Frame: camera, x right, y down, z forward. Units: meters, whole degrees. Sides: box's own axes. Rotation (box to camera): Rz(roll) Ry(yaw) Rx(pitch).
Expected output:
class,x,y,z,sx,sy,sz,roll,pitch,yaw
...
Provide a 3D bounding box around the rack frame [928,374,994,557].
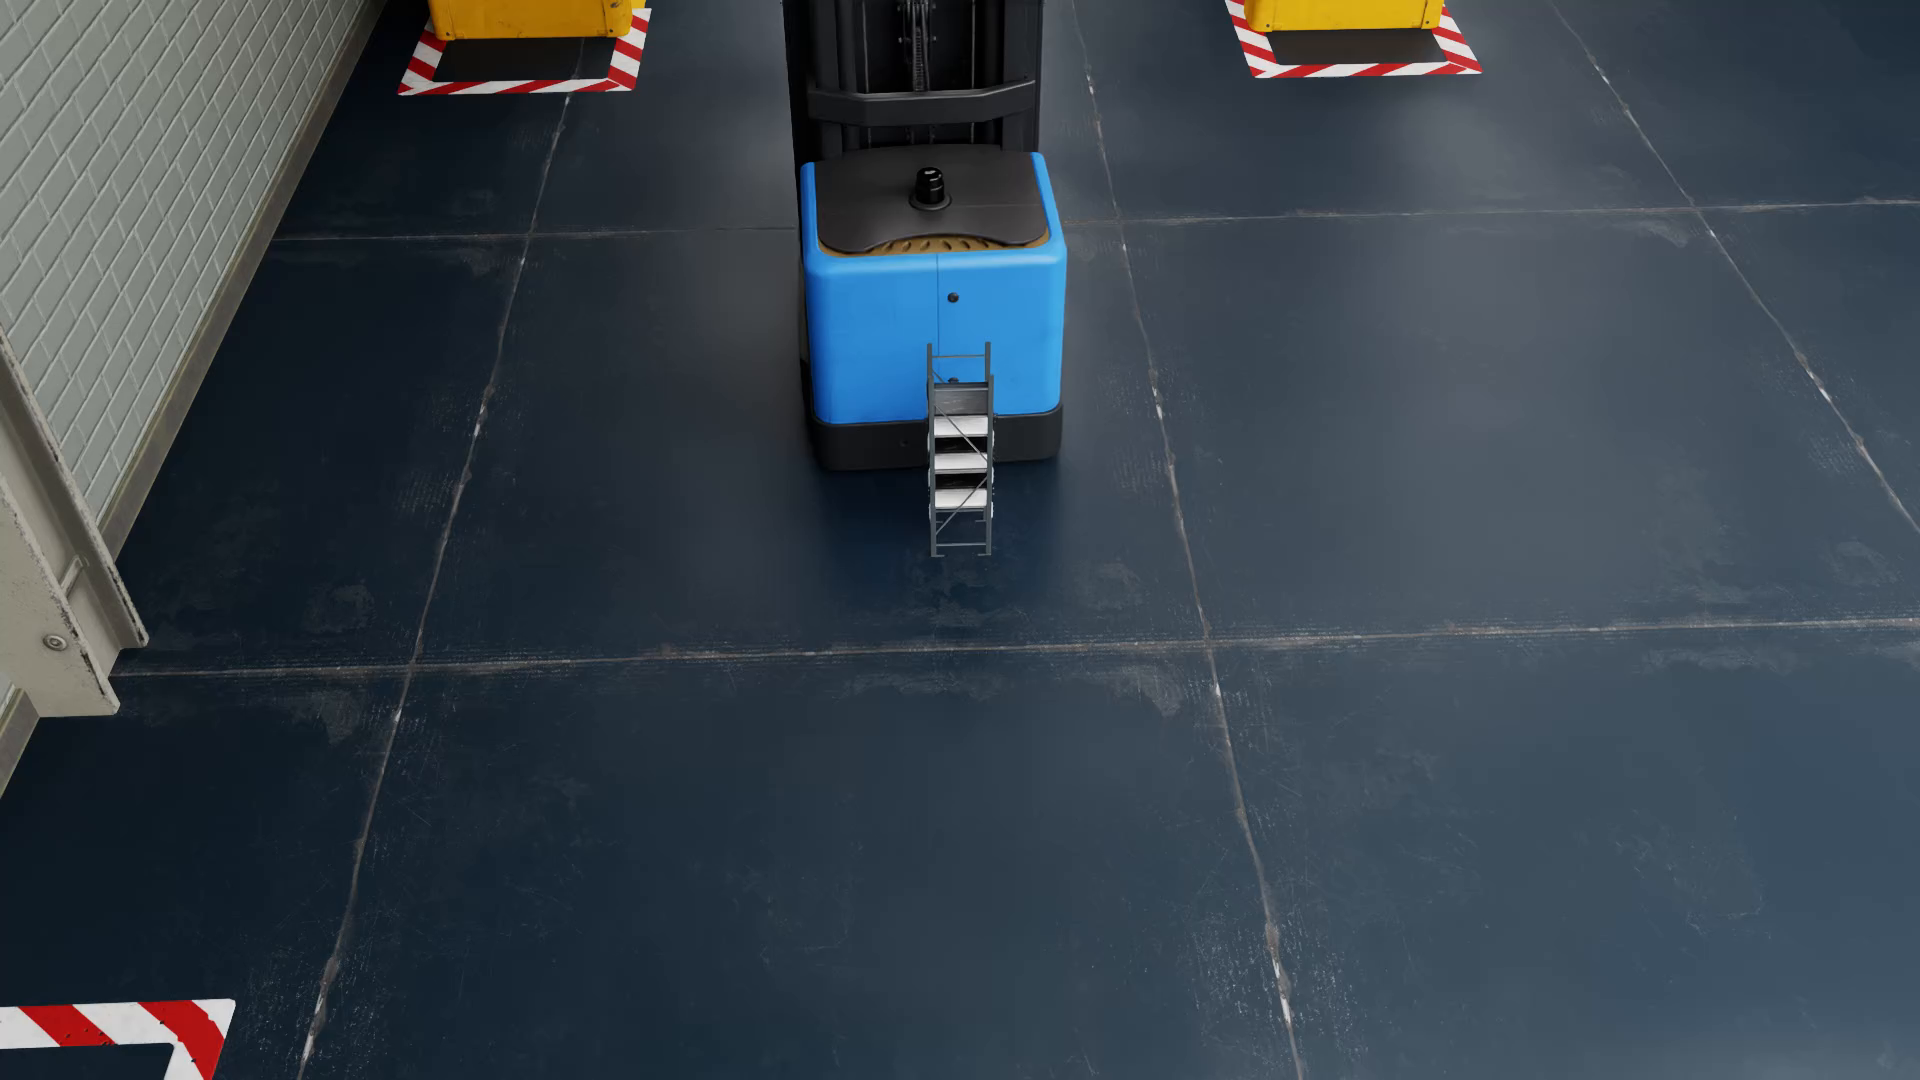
class,x,y,z,sx,sy,sz,roll,pitch,yaw
rack frame,0.004,-0.269,6.377,0.240,0.900,0.006,-2,43,-2

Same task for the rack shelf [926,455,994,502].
class,x,y,z,sx,sy,sz,roll,pitch,yaw
rack shelf,0.000,-0.246,6.535,0.258,0.077,0.200,-2,43,-2

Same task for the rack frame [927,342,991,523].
class,x,y,z,sx,sy,sz,roll,pitch,yaw
rack frame,-0.005,-0.406,6.527,0.240,0.900,0.006,-2,43,-2

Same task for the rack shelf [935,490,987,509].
class,x,y,z,sx,sy,sz,roll,pitch,yaw
rack shelf,0.000,-0.195,6.582,0.221,0.026,0.190,-2,43,-2

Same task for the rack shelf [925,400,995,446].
class,x,y,z,sx,sy,sz,roll,pitch,yaw
rack shelf,0.000,-0.445,6.353,0.258,0.077,0.200,-2,43,-2

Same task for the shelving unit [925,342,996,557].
class,x,y,z,sx,sy,sz,roll,pitch,yaw
shelving unit,0.000,-0.337,6.452,0.258,0.900,0.210,-2,43,-2

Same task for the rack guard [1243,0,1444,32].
class,x,y,z,sx,sy,sz,roll,pitch,yaw
rack guard,2.351,-3.410,10.100,1.175,0.500,0.348,-2,43,-2

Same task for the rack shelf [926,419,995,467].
class,x,y,z,sx,sy,sz,roll,pitch,yaw
rack shelf,0.000,-0.379,6.414,0.258,0.077,0.200,-2,43,-2

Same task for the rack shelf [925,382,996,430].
class,x,y,z,sx,sy,sz,roll,pitch,yaw
rack shelf,0.000,-0.512,6.292,0.258,0.077,0.200,-2,43,-2

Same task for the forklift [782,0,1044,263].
class,x,y,z,sx,sy,sz,roll,pitch,yaw
forklift,-0.208,-2.360,7.156,1.110,2.935,3.031,-3,43,-4

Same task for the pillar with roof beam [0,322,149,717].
class,x,y,z,sx,sy,sz,roll,pitch,yaw
pillar with roof beam,1.063,-2.935,3.292,9.100,9.000,0.400,-2,43,-2

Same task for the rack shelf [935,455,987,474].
class,x,y,z,sx,sy,sz,roll,pitch,yaw
rack shelf,0.000,-0.328,6.461,0.221,0.026,0.190,-2,43,-2
